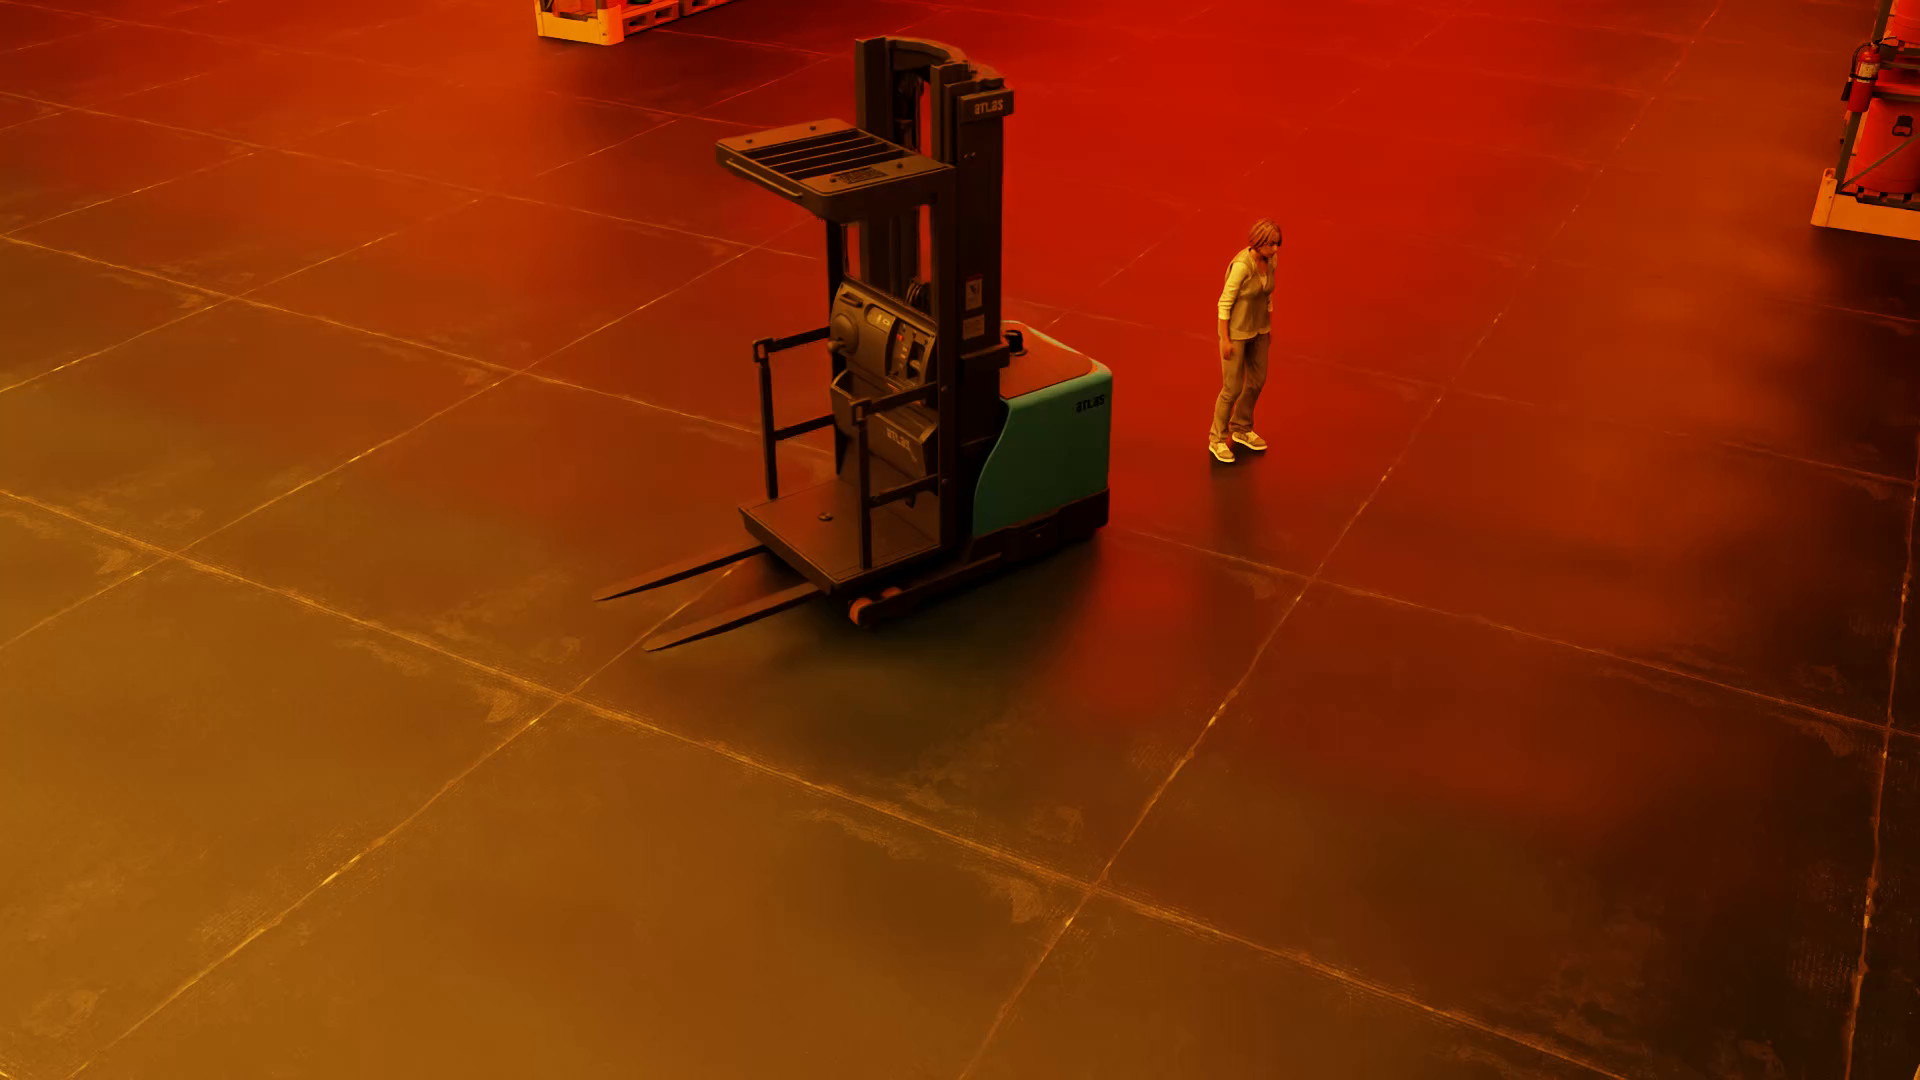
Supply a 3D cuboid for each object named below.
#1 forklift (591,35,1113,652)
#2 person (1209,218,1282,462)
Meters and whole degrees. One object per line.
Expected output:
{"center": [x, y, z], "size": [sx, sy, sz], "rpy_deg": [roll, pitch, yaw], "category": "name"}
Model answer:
{"center": [-0.589, -1.084, 8.949], "size": [3.031, 2.935, 1.130], "rpy_deg": [-20, 36, -31], "category": "forklift"}
{"center": [1.838, -1.306, 10.675], "size": [0.469, 1.592, 0.349], "rpy_deg": [-21, 36, -31], "category": "person"}
